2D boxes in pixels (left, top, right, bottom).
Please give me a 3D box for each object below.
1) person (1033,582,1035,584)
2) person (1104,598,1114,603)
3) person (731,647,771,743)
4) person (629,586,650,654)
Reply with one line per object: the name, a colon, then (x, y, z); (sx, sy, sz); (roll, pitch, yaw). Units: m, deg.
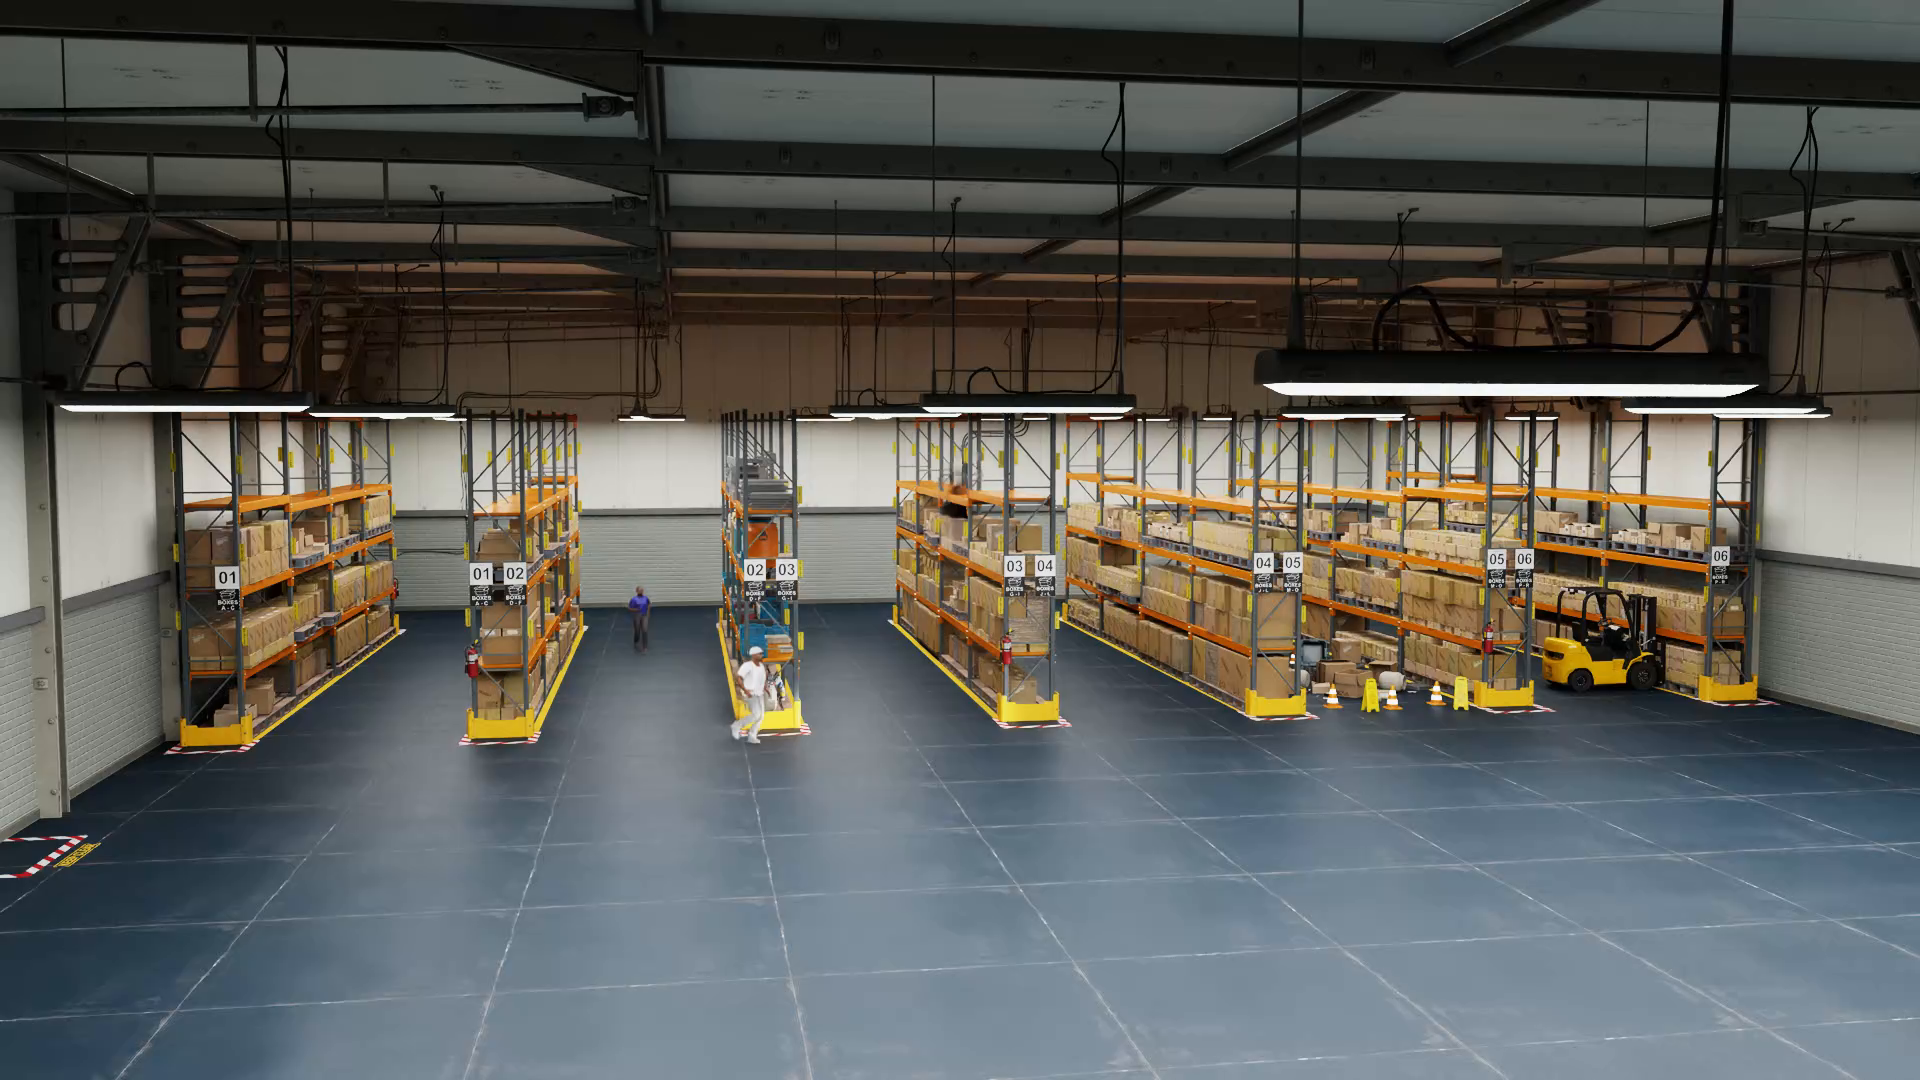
person: (1.872, 1.709, 40.361); (0.687, 1.820, 0.928); (-1, 4, -17)
person: (4.395, 1.396, 50.031); (0.709, 1.726, 0.542); (0, 4, -5)
person: (-3.741, 2.777, 30.005); (0.593, 1.711, 0.752); (2, 4, 25)
person: (-7.998, 1.989, 41.599); (0.581, 1.648, 0.924); (-2, 4, -22)
